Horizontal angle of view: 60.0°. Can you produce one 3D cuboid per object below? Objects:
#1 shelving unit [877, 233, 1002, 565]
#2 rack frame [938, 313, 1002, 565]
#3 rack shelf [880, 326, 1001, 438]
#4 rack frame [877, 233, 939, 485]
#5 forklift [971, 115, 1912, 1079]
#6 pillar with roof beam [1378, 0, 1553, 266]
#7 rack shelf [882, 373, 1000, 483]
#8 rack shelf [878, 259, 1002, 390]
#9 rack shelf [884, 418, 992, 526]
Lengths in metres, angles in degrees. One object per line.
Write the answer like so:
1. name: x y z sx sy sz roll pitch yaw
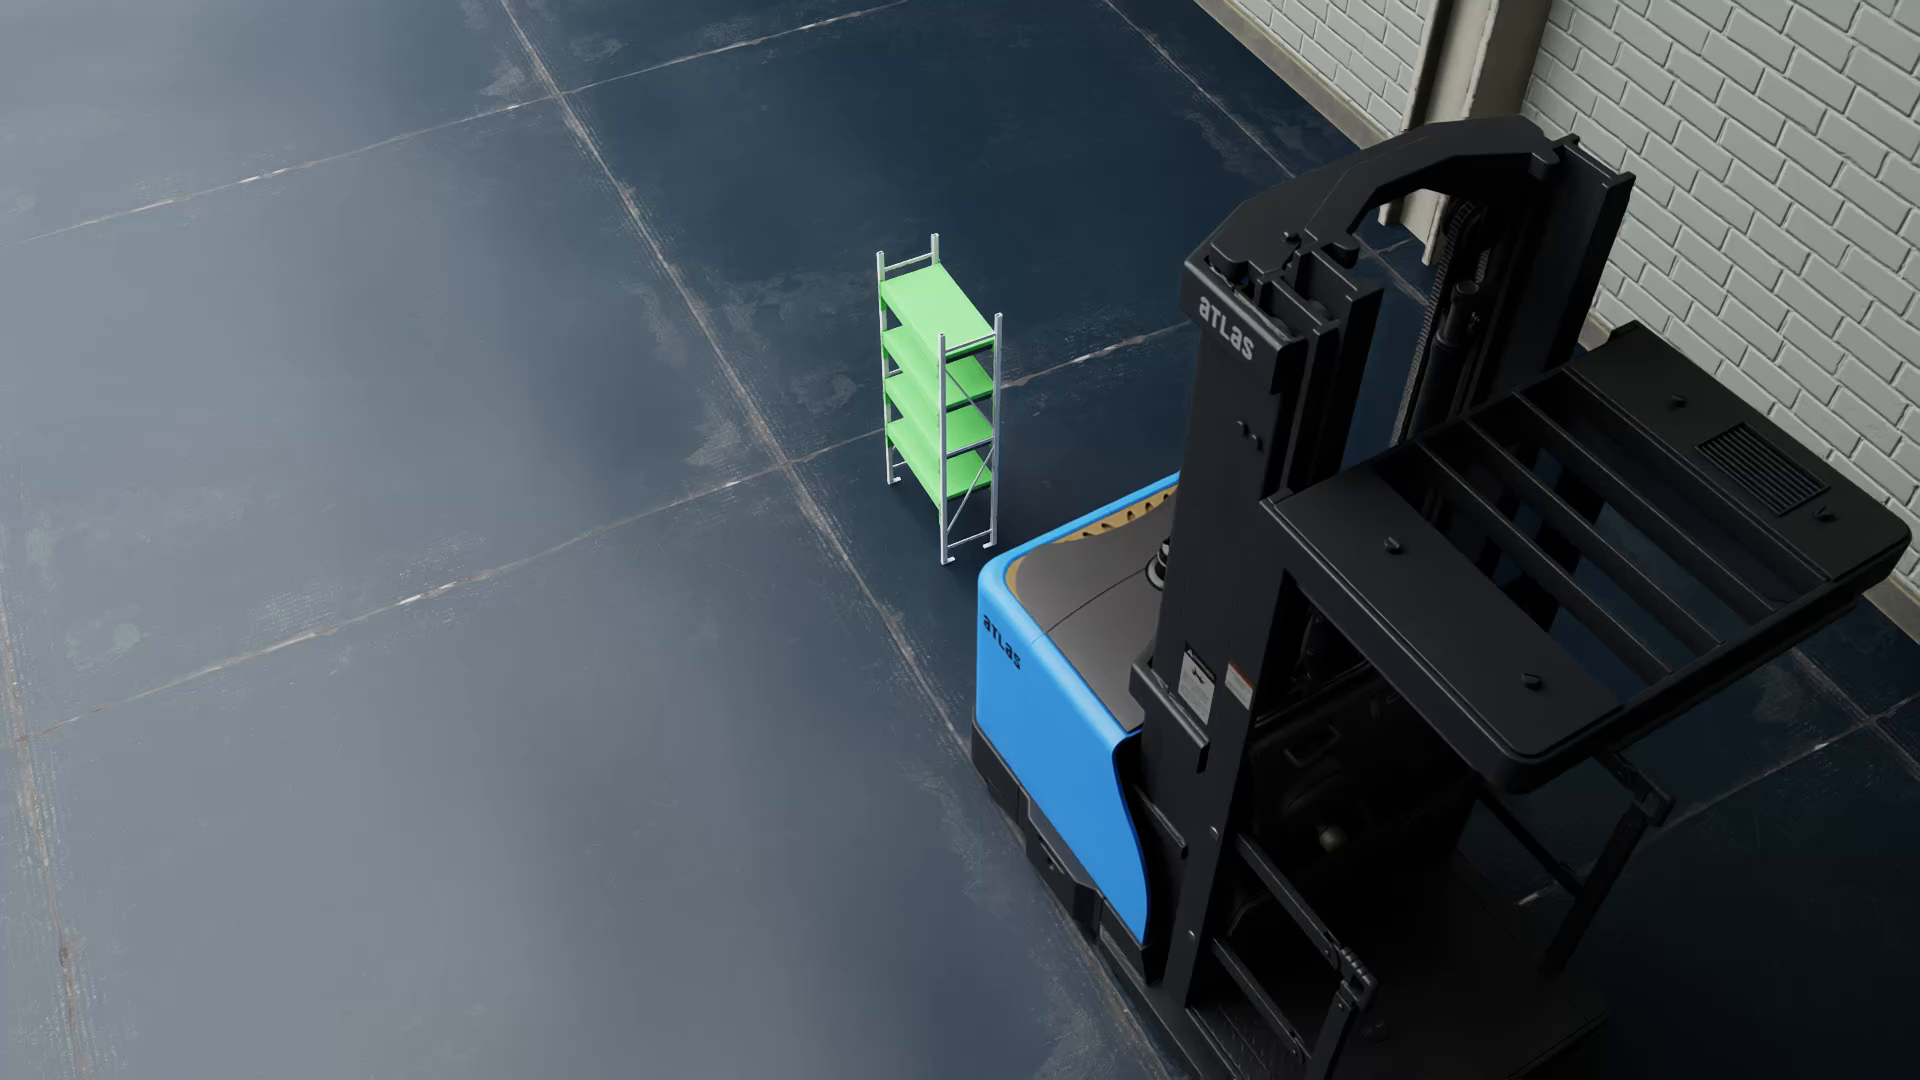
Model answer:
1. shelving unit: -0.076 -0.506 6.288 0.258 1.200 0.503 -21 52 -18
2. rack frame: 0.036 -0.342 6.145 0.240 1.200 0.015 -21 52 -18
3. rack shelf: -0.076 -0.622 6.155 0.258 0.148 0.480 -21 52 -18
4. rack frame: -0.187 -0.669 6.431 0.240 1.200 0.015 -21 52 -18
5. forklift: 1.235 0.582 4.187 1.130 2.935 3.031 -25 53 -20
6. pillar with roof beam: -1.598 -2.940 3.235 9.100 9.000 0.400 -21 52 -18
7. rack shelf: -0.076 -0.464 6.336 0.258 0.148 0.480 -21 52 -18
8. rack shelf: -0.076 -0.780 5.975 0.258 0.148 0.480 -21 52 -18
9. rack shelf: -0.076 -0.306 6.517 0.258 0.148 0.480 -21 52 -18
